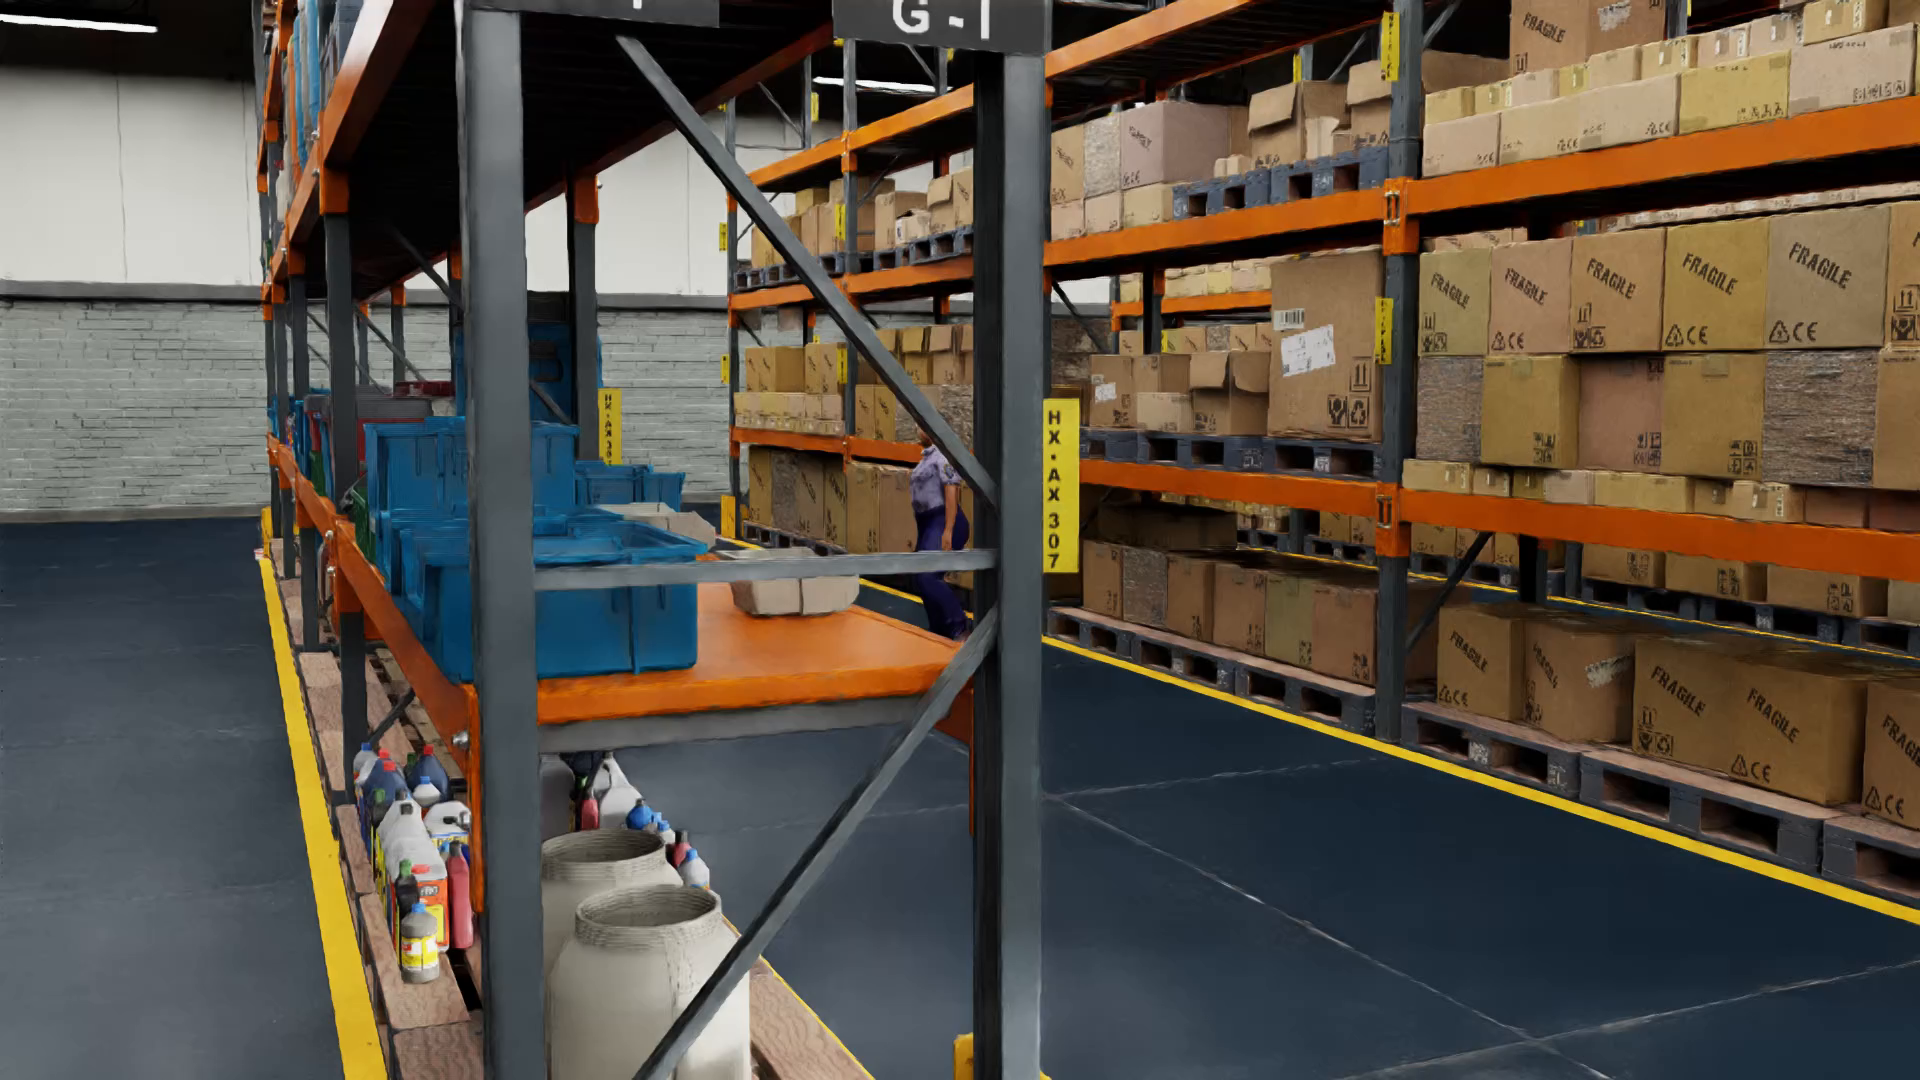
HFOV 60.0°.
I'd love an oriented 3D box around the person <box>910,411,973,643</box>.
[{"bbox_3d":[-0.143,-0.025,11.022,0.432,1.623,0.660,-2,6,-24],"label":"person"}]
